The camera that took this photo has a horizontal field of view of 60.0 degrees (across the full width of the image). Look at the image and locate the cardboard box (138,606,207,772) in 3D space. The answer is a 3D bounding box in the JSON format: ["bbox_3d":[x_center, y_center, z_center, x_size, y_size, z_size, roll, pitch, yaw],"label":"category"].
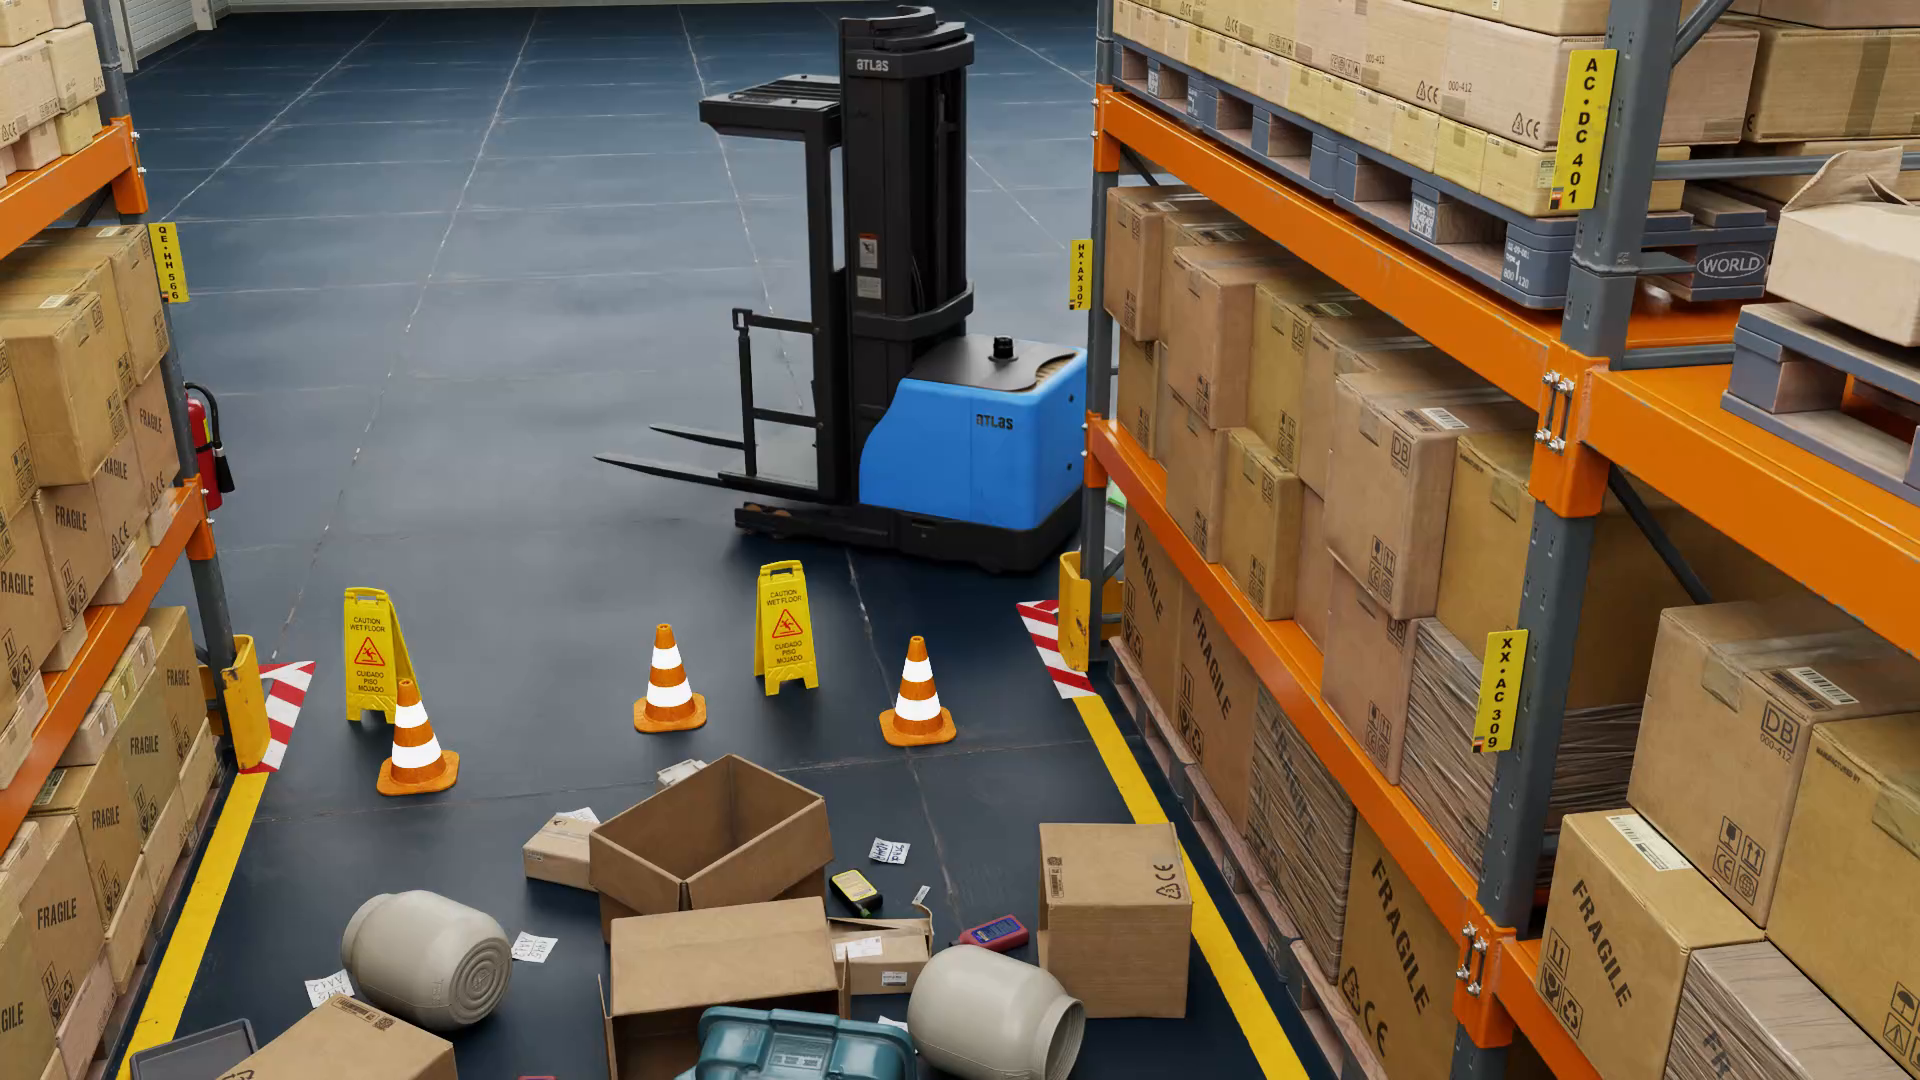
[{"bbox_3d":[-3.343,0.609,6.582,0.500,0.500,0.500,-4,24,-9],"label":"cardboard box"}]

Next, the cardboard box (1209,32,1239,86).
[{"bbox_3d":[1.080,-1.660,5.719,0.380,0.149,0.250,-4,24,-10],"label":"cardboard box"}]

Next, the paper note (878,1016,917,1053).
[{"bbox_3d":[-0.211,1.722,5.780,0.172,0.023,0.155,4,24,9],"label":"paper note"}]

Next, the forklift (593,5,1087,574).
[{"bbox_3d":[-0.775,-1.532,9.595,3.031,2.935,1.130,10,26,22],"label":"forklift"}]

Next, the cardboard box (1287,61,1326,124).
[{"bbox_3d":[1.220,-1.362,5.037,0.380,0.149,0.250,-5,24,-10],"label":"cardboard box"}]

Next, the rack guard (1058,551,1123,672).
[{"bbox_3d":[1.094,0.319,8.395,1.175,0.500,0.348,-4,24,-10],"label":"rack guard"}]

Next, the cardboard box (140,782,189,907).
[{"bbox_3d":[-3.245,1.159,6.259,0.500,0.250,0.500,-4,24,-10],"label":"cardboard box"}]

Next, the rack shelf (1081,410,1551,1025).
[{"bbox_3d":[1.469,0.299,6.216,1.077,0.370,4.000,-4,24,-10],"label":"rack shelf"}]

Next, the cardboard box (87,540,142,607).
[{"bbox_3d":[-3.208,0.128,6.022,0.380,0.149,0.250,-4,24,-9],"label":"cardboard box"}]

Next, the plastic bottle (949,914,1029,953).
[{"bbox_3d":[0.107,1.500,6.239,0.283,0.061,0.133,-13,27,-28],"label":"plastic bottle"}]

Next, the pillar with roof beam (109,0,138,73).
[{"bbox_3d":[-9.589,-12.210,26.462,9.100,9.000,0.400,-4,24,-10],"label":"pillar with roof beam"}]

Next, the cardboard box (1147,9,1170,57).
[{"bbox_3d":[0.941,-1.958,6.401,0.380,0.149,0.250,-4,24,-10],"label":"cardboard box"}]

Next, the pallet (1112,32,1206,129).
[{"bbox_3d":[1.246,-1.860,6.624,1.003,0.211,1.213,-4,24,-10],"label":"pallet"}]

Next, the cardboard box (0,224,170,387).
[{"bbox_3d":[-3.438,-0.867,6.241,0.700,0.500,0.500,-5,24,-11],"label":"cardboard box"}]

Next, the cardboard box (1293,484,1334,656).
[{"bbox_3d":[1.650,0.107,5.569,0.875,0.550,0.550,-4,24,-10],"label":"cardboard box"}]

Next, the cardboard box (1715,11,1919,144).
[{"bbox_3d":[2.023,-1.137,4.025,0.500,0.250,0.500,-4,24,-9],"label":"cardboard box"}]

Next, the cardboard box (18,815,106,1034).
[{"bbox_3d":[-3.056,1.220,5.182,0.500,0.500,0.500,-3,24,-7],"label":"cardboard box"}]

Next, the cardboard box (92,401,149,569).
[{"bbox_3d":[-3.288,-0.203,5.970,0.500,0.500,0.500,-4,24,-10],"label":"cardboard box"}]

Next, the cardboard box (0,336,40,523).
[{"bbox_3d":[-3.201,-0.267,4.869,0.700,0.500,0.500,-4,24,-10],"label":"cardboard box"}]

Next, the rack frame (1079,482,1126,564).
[{"bbox_3d":[1.008,-0.379,9.101,0.240,1.200,0.015,27,27,3],"label":"rack frame"}]

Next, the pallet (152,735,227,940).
[{"bbox_3d":[-3.618,1.219,6.695,1.003,0.211,1.213,-4,24,-10],"label":"pallet"}]

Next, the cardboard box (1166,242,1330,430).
[{"bbox_3d":[1.292,-0.792,6.279,0.875,0.550,0.550,-4,24,-10],"label":"cardboard box"}]

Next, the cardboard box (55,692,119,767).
[{"bbox_3d":[-3.118,0.654,5.669,0.380,0.149,0.250,-3,24,-7],"label":"cardboard box"}]

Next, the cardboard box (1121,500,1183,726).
[{"bbox_3d":[1.289,0.226,7.615,0.875,0.875,0.875,-4,24,-9],"label":"cardboard box"}]

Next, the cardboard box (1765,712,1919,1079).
[{"bbox_3d":[2.033,0.649,3.142,0.700,0.500,0.500,-5,24,-11],"label":"cardboard box"}]

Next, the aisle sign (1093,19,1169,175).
[{"bbox_3d":[0.791,-2.014,7.366,0.394,0.787,0.004,-4,24,-10],"label":"aisle sign"}]

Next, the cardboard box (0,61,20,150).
[{"bbox_3d":[-3.195,-1.270,4.979,0.500,0.250,0.500,-4,24,-8],"label":"cardboard box"}]

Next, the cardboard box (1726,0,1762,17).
[{"bbox_3d":[2.057,-1.376,4.072,0.380,0.149,0.250,-5,24,-10],"label":"cardboard box"}]

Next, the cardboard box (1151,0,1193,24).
[{"bbox_3d":[1.031,-2.089,6.204,0.500,0.250,0.500,-5,24,-10],"label":"cardboard box"}]

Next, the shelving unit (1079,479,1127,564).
[{"bbox_3d":[1.067,-0.474,9.318,0.258,1.200,0.503,27,27,3],"label":"shelving unit"}]

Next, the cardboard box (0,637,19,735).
[{"bbox_3d":[-3.011,0.392,4.607,0.500,0.500,0.500,-5,24,-10],"label":"cardboard box"}]

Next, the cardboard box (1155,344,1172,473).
[{"bbox_3d":[1.335,-0.529,7.025,0.875,0.550,0.550,-4,24,-10],"label":"cardboard box"}]

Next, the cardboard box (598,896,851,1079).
[{"bbox_3d":[-0.753,1.542,5.422,0.797,0.637,0.503,-4,24,-10],"label":"cardboard box"}]

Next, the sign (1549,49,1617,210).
[{"bbox_3d":[1.293,-0.850,3.456,0.100,0.325,0.005,-4,24,-10],"label":"sign"}]

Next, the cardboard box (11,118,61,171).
[{"bbox_3d":[-3.312,-1.348,5.656,0.380,0.149,0.250,-4,24,-8],"label":"cardboard box"}]

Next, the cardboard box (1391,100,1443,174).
[{"bbox_3d":[1.361,-1.062,4.350,0.380,0.149,0.250,-4,24,-9],"label":"cardboard box"}]

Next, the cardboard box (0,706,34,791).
[{"bbox_3d":[-2.978,0.626,4.883,0.380,0.149,0.250,-4,24,-9],"label":"cardboard box"}]

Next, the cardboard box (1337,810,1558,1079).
[{"bbox_3d":[1.791,1.285,5.190,0.875,0.875,0.875,-4,24,-9],"label":"cardboard box"}]

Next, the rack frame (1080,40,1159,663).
[{"bbox_3d":[1.099,-0.817,7.873,1.000,3.000,0.127,-4,24,-10],"label":"rack frame"}]

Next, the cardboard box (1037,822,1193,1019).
[{"bbox_3d":[0.543,1.366,5.995,0.500,0.500,0.500,0,24,-1],"label":"cardboard box"}]

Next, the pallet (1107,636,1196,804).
[{"bbox_3d":[1.324,0.770,7.724,1.003,0.211,1.213,-4,24,-10],"label":"pallet"}]

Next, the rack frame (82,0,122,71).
[{"bbox_3d":[-3.747,-3.160,5.743,1.000,3.000,0.127,-4,24,-10],"label":"rack frame"}]

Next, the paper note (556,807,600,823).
[{"bbox_3d":[-1.616,1.174,7.024,0.148,0.019,0.142,-13,27,-28],"label":"paper note"}]

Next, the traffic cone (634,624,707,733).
[{"bbox_3d":[-1.372,0.609,7.777,0.336,0.463,0.334,-4,24,-10],"label":"traffic cone"}]

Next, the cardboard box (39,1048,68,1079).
[{"bbox_3d":[-2.961,1.769,4.863,0.500,0.250,0.500,-3,24,-7],"label":"cardboard box"}]

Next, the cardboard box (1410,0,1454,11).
[{"bbox_3d":[1.365,-1.425,4.186,0.380,0.149,0.250,-4,24,-10],"label":"cardboard box"}]

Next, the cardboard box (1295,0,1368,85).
[{"bbox_3d":[1.311,-1.495,4.843,0.500,0.250,0.500,-5,24,-10],"label":"cardboard box"}]

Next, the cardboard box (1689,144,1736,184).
[{"bbox_3d":[2.055,-1.012,4.235,0.380,0.149,0.250,-4,24,-10],"label":"cardboard box"}]

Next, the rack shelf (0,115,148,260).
[{"bbox_3d":[-3.377,-0.669,4.686,1.077,0.370,4.000,-4,24,-10],"label":"rack shelf"}]

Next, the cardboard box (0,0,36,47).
[{"bbox_3d":[-3.319,-1.721,5.514,0.380,0.149,0.250,-5,24,-10],"label":"cardboard box"}]

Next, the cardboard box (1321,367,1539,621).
[{"bbox_3d":[1.588,-0.163,4.838,0.875,0.550,0.550,-4,24,-10],"label":"cardboard box"}]

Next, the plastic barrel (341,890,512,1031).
[{"bbox_3d":[-1.877,1.470,5.855,0.512,0.421,0.421,13,27,27],"label":"plastic barrel"}]

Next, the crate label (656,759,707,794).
[{"bbox_3d":[-1.166,1.063,7.144,0.250,0.136,0.298,-19,30,-37],"label":"crate label"}]
